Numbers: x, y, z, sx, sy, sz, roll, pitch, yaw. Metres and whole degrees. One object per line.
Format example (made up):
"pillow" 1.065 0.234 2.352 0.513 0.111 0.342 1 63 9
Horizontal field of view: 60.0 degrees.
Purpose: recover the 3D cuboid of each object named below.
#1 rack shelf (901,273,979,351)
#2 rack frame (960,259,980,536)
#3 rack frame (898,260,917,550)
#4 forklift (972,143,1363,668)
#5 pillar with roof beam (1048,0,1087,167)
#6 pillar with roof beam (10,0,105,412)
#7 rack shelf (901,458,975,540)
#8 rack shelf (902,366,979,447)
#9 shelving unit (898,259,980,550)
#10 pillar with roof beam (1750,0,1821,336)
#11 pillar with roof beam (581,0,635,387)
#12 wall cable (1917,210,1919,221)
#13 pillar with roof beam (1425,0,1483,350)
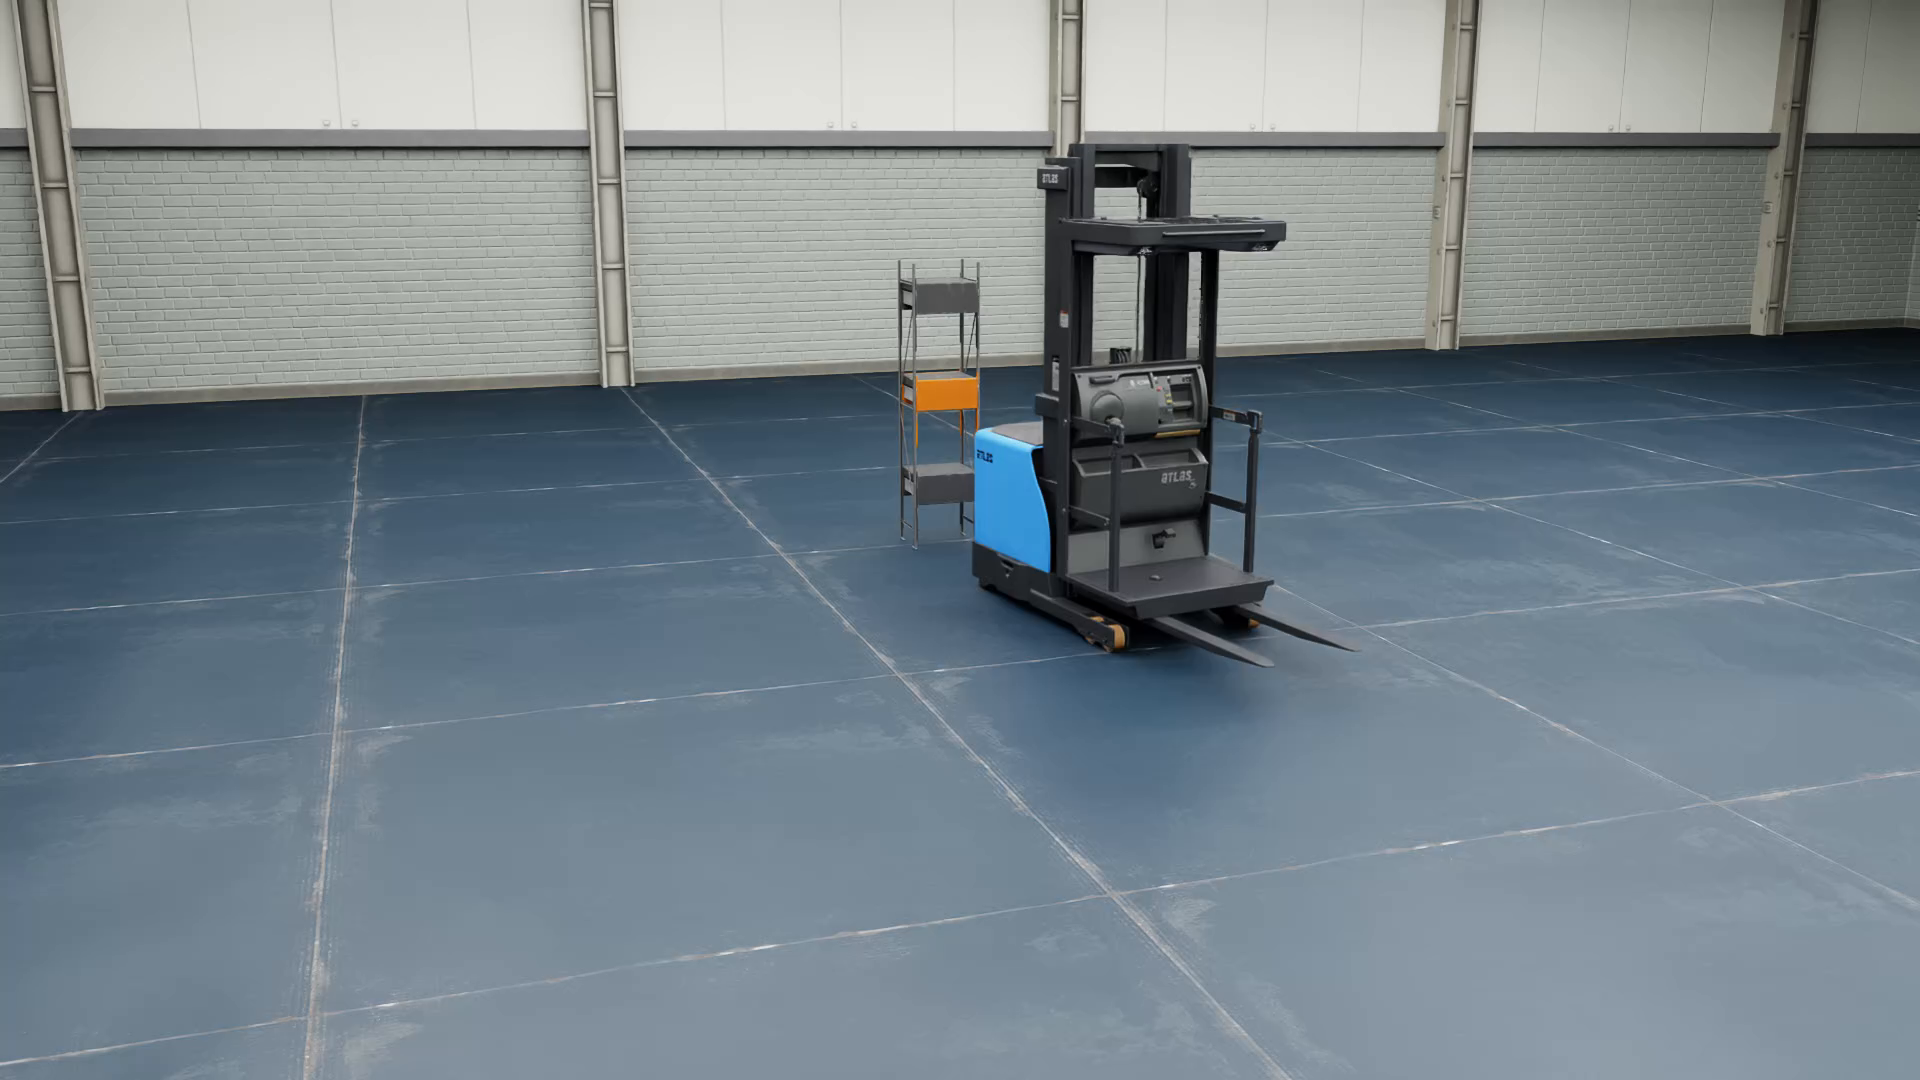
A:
"rack shelf" -0.157 -1.677 12.190 0.480 0.518 0.431 -4 14 -18
"rack frame" 0.074 -1.027 12.424 0.015 2.100 0.400 -4 14 -18
"rack frame" -0.388 -0.991 12.273 0.015 2.100 0.400 -4 14 -18
"forklift" 1.217 -0.880 10.008 1.130 2.935 3.031 -7 15 -27
"pillar with roof beam" 2.779 -5.813 17.636 0.400 9.000 9.100 -4 14 -18
"pillar with roof beam" -8.595 -4.928 13.913 0.400 9.000 9.100 -4 14 -18
"rack shelf" -0.157 -0.315 12.514 0.480 0.518 0.431 -4 14 -18
"rack shelf" -0.157 -0.996 12.352 0.480 0.518 0.431 -4 14 -18
"shelving unit" -0.157 -1.009 12.348 0.503 2.100 0.431 -4 14 -18
"pillar with roof beam" 14.152 -6.699 21.360 0.400 9.000 9.100 -4 14 -18
"pillar with roof beam" -2.908 -5.370 15.774 0.400 9.000 9.100 -4 14 -18
"wall cable" 15.993 -6.060 25.383 0.112 2.526 3.097 -4 14 -18
"pillar with roof beam" 8.465 -6.256 19.498 0.400 9.000 9.100 -4 14 -18
